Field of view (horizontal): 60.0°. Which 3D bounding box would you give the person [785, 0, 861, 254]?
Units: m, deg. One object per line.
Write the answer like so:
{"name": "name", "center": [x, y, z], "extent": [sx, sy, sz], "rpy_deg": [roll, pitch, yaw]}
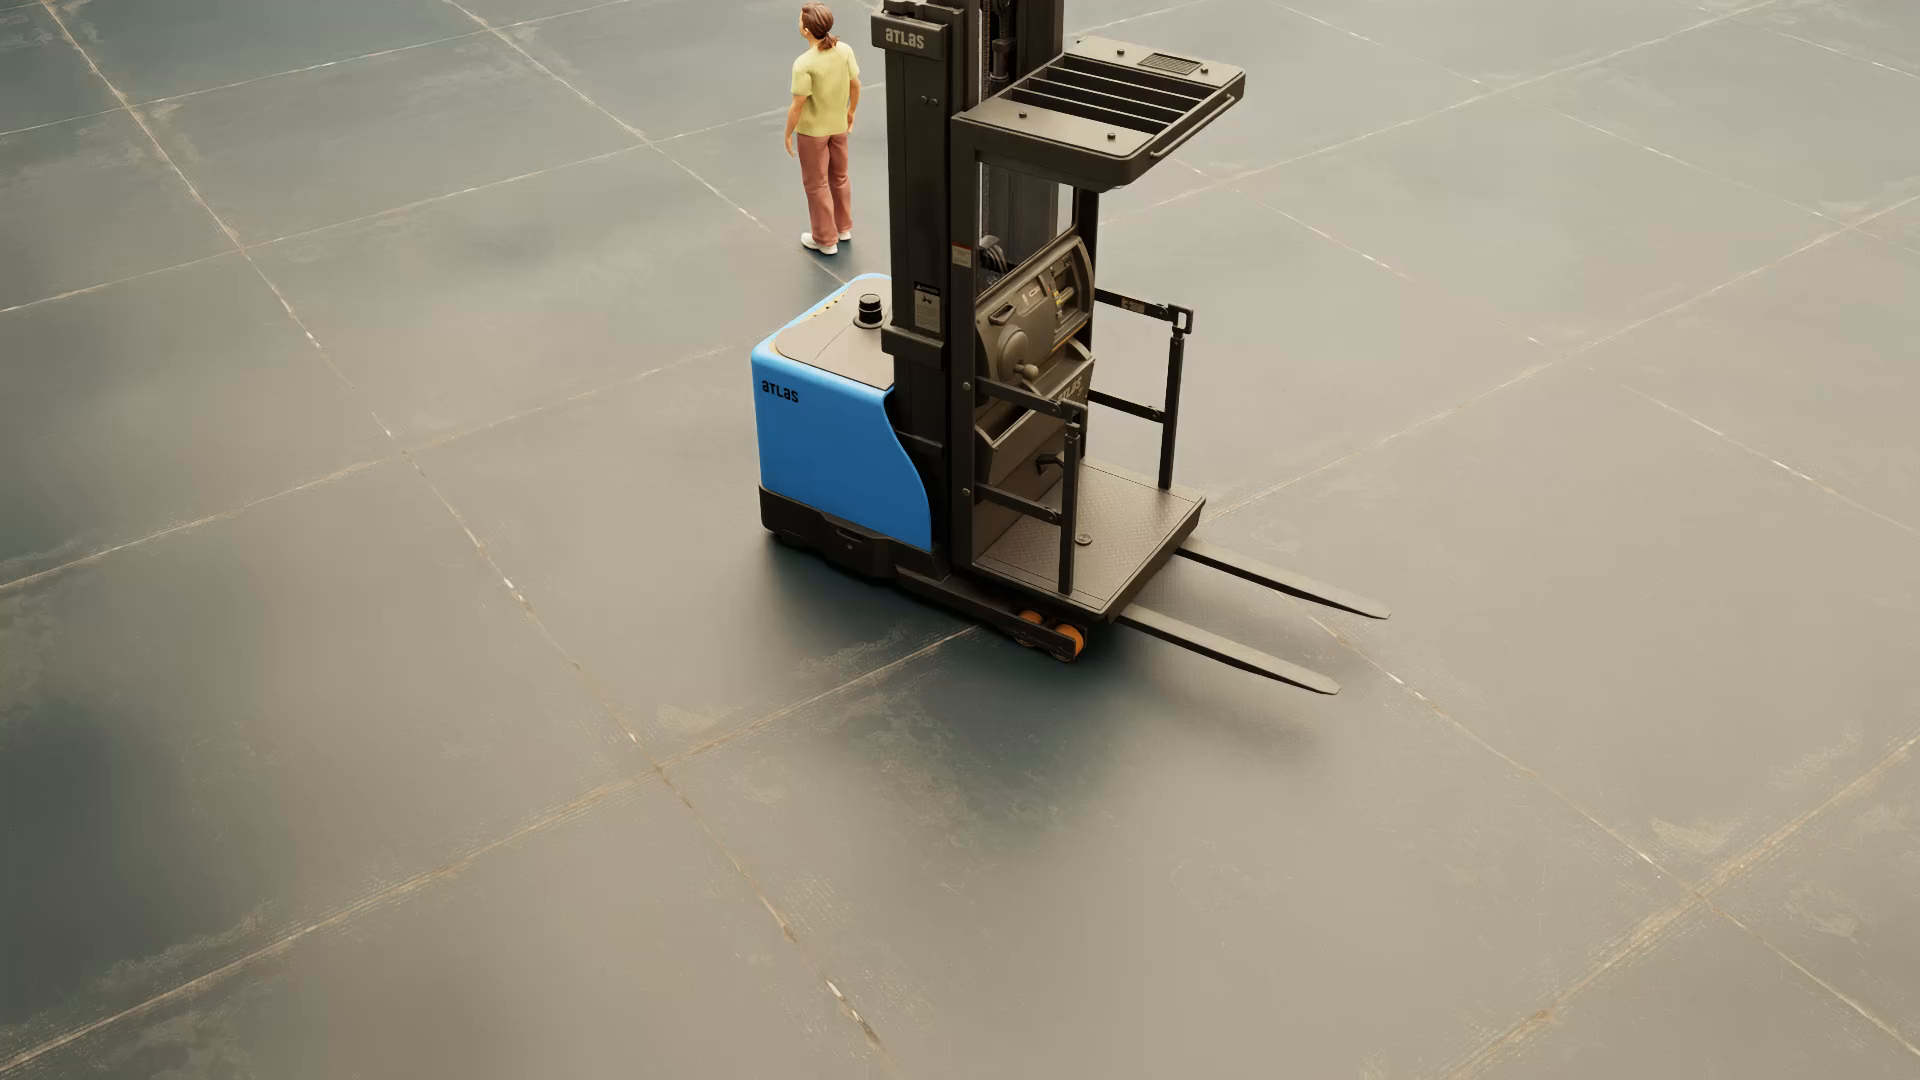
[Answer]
{"name": "person", "center": [-0.908, -2.613, 10.522], "extent": [0.554, 1.673, 0.548], "rpy_deg": [-25, 43, -30]}

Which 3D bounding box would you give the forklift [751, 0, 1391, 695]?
{"name": "forklift", "center": [0.514, -0.985, 7.276], "extent": [3.031, 2.935, 1.130], "rpy_deg": [21, 41, 26]}
